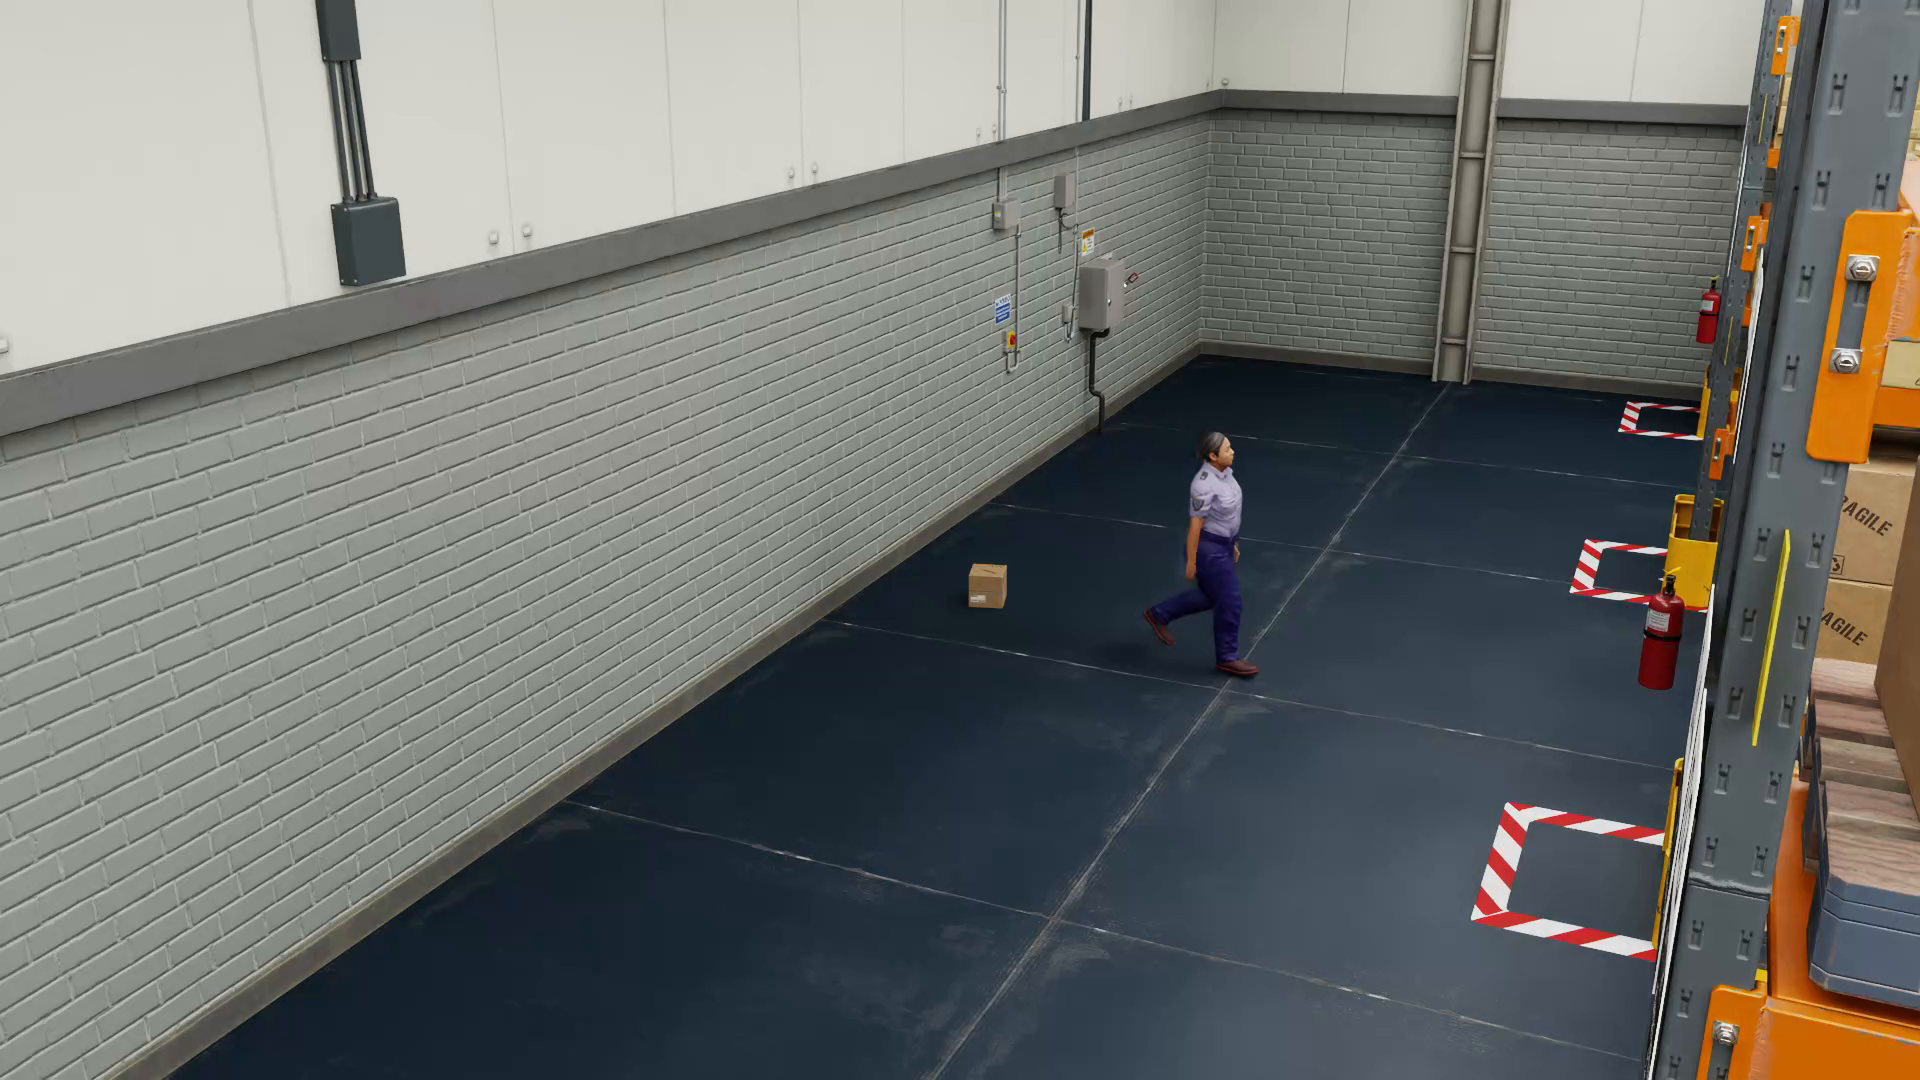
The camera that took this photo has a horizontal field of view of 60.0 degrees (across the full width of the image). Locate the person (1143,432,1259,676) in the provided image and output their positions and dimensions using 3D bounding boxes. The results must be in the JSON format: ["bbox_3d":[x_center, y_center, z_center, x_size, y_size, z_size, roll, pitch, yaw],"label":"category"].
[{"bbox_3d":[1.605,0.052,10.917,0.858,1.605,0.489,9,21,23],"label":"person"}]
